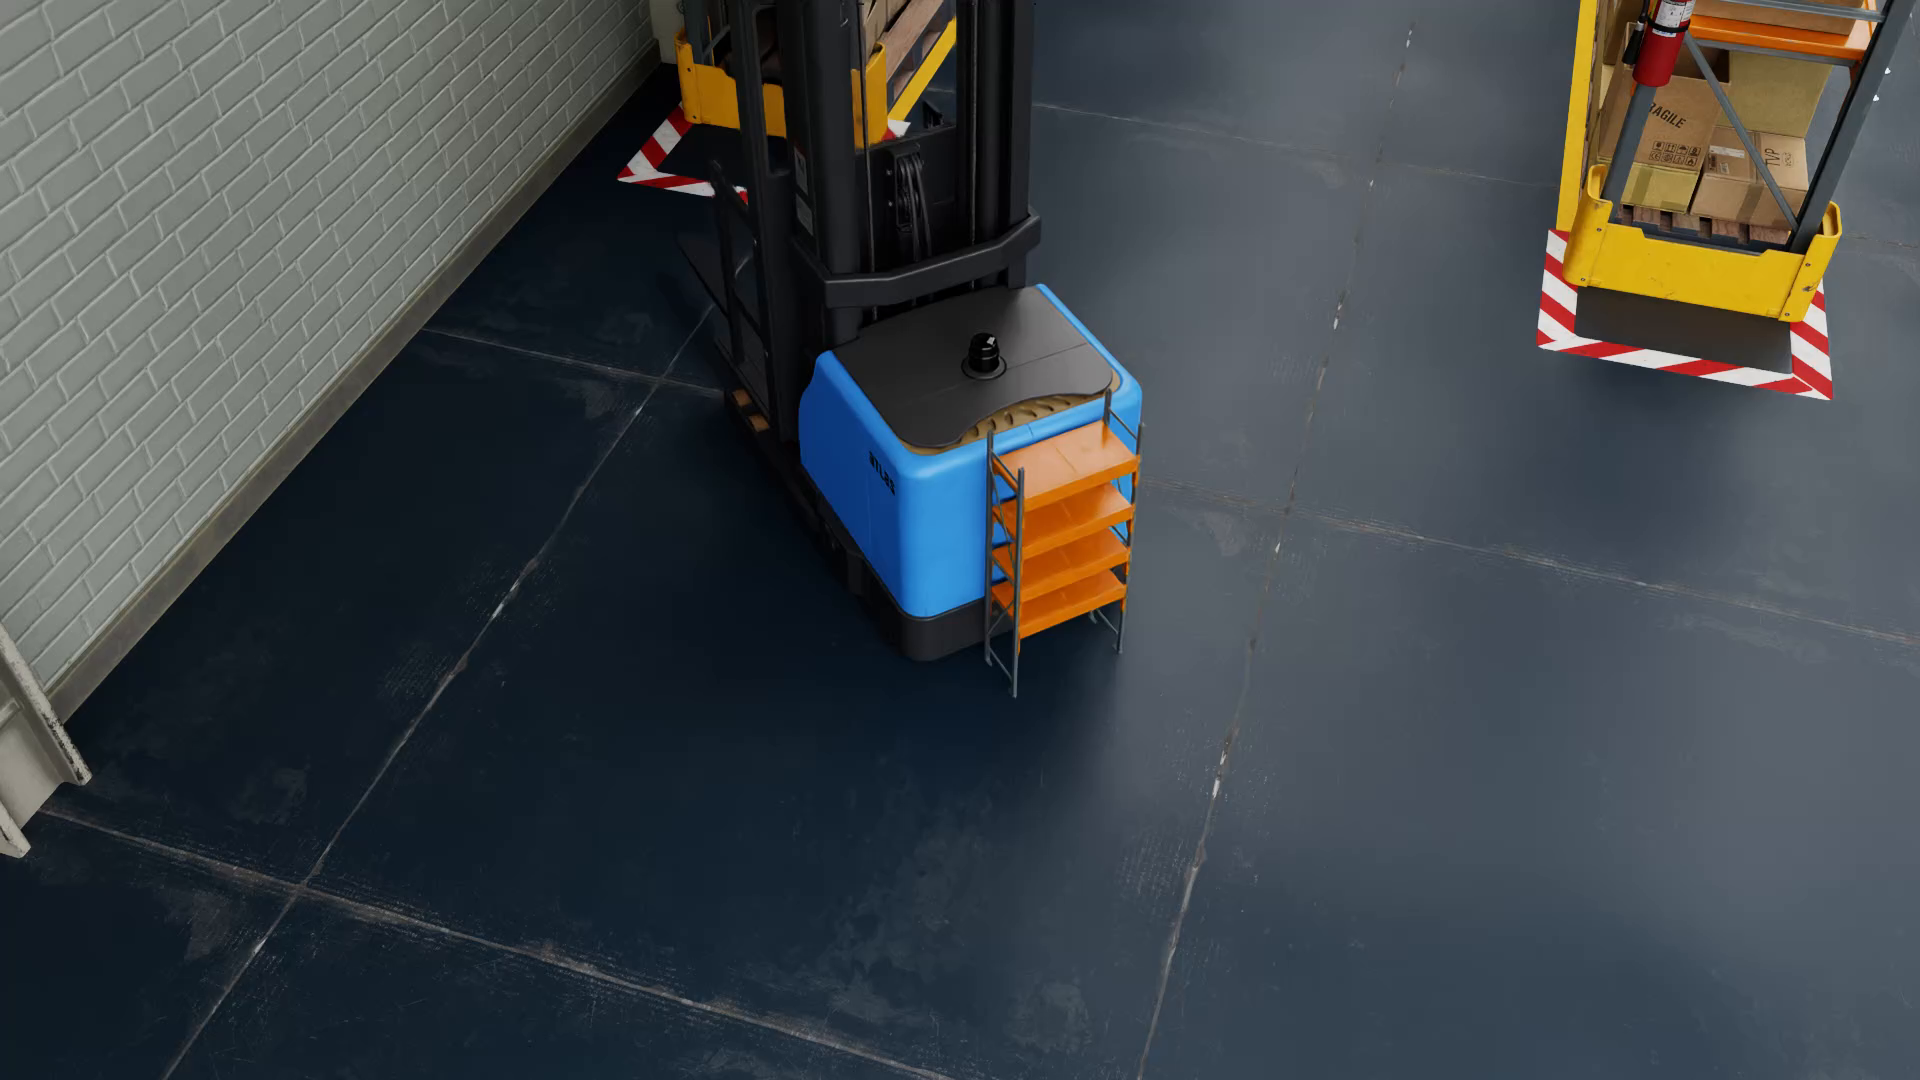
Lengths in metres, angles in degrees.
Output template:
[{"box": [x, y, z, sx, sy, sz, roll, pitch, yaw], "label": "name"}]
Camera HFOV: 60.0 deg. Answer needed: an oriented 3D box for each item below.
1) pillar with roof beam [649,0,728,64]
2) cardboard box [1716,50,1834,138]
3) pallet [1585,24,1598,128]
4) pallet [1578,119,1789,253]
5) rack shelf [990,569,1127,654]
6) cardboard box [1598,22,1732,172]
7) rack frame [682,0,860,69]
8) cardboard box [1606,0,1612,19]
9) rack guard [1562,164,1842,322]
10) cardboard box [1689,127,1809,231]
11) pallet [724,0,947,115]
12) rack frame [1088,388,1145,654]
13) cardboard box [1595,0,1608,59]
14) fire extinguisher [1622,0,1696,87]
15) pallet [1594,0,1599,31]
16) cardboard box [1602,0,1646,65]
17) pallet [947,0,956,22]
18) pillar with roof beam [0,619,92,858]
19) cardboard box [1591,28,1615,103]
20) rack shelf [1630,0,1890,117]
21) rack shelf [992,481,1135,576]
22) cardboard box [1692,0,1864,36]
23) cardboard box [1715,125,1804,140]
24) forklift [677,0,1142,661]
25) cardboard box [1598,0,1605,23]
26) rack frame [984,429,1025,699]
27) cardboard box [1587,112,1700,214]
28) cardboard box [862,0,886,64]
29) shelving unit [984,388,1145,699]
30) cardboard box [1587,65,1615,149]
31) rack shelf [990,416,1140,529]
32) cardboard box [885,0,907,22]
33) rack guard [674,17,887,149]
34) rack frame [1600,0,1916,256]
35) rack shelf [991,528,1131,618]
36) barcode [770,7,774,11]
[{"box": [2.457, -5.324, 6.155, 9.100, 9.000, 0.400, 13, 46, 13], "label": "pillar with roof beam"}, {"box": [4.213, -2.474, 8.662, 0.500, 0.500, 0.500, 13, 46, 13], "label": "cardboard box"}, {"box": [4.252, -2.727, 9.785, 1.003, 0.211, 1.213, 13, 46, 13], "label": "pallet"}, {"box": [3.881, -1.917, 8.957, 1.003, 0.211, 1.213, 13, 46, 13], "label": "pallet"}, {"box": [0.373, 0.226, 6.441, 0.480, 0.148, 0.258, -21, 48, -20], "label": "rack shelf"}, {"box": [3.568, -2.251, 8.434, 0.500, 0.500, 0.500, 13, 46, 13], "label": "cardboard box"}, {"box": [-1.033, -3.441, 8.521, 1.000, 3.000, 0.127, 13, 46, 13], "label": "rack frame"}, {"box": [4.009, -3.253, 9.458, 0.500, 0.500, 0.500, 13, 46, 13], "label": "cardboard box"}, {"box": [3.682, -1.485, 8.309, 1.175, 0.500, 0.348, 13, 46, 13], "label": "rack guard"}, {"box": [4.063, -1.872, 8.583, 0.500, 0.250, 0.500, 13, 46, 13], "label": "cardboard box"}, {"box": [-0.731, -3.029, 10.094, 1.003, 0.211, 1.213, 13, 46, 13], "label": "pallet"}, {"box": [0.588, -0.045, 6.337, 0.015, 1.200, 0.240, -21, 48, -20], "label": "rack frame"}, {"box": [4.013, -2.984, 9.720, 0.500, 0.250, 0.500, 13, 46, 13], "label": "cardboard box"}, {"box": [3.210, -2.387, 7.499, 0.296, 0.674, 0.183, 13, 46, 13], "label": "fire extinguisher"}, {"box": [4.620, -3.543, 10.619, 1.003, 0.211, 1.213, 13, 46, 13], "label": "pallet"}, {"box": [3.857, -2.920, 9.118, 0.500, 0.500, 0.500, 13, 46, 13], "label": "cardboard box"}, {"box": [-0.359, -3.840, 10.922, 1.003, 0.211, 1.213, 13, 46, 13], "label": "pallet"}, {"box": [0.640, -1.324, 2.068, 9.100, 9.000, 0.400, 13, 46, 13], "label": "pillar with roof beam"}, {"box": [3.859, -2.652, 9.380, 0.500, 0.250, 0.500, 13, 46, 13], "label": "cardboard box"}, {"box": [4.295, -3.471, 9.065, 1.077, 0.370, 4.000, 13, 46, 13], "label": "rack shelf"}, {"box": [0.373, -0.076, 6.145, 0.480, 0.148, 0.258, -21, 48, -20], "label": "rack shelf"}, {"box": [3.843, -2.739, 7.732, 0.700, 0.500, 0.500, 13, 46, 13], "label": "cardboard box"}, {"box": [4.211, -2.206, 8.925, 0.500, 0.250, 0.500, 13, 46, 13], "label": "cardboard box"}, {"box": [-0.431, -1.598, 6.686, 1.130, 2.935, 3.031, -20, 48, -19], "label": "forklift"}, {"box": [4.158, -3.319, 10.062, 0.500, 0.250, 0.500, 13, 46, 13], "label": "cardboard box"}, {"box": [0.159, 0.117, 6.172, 0.015, 1.200, 0.240, -21, 48, -20], "label": "rack frame"}, {"box": [3.570, -1.982, 8.696, 0.500, 0.250, 0.500, 13, 46, 13], "label": "cardboard box"}, {"box": [-0.738, -3.080, 9.759, 0.500, 0.311, 0.500, 8, 45, 8], "label": "cardboard box"}, {"box": [0.373, 0.036, 6.255, 0.503, 1.200, 0.258, -21, 48, -20], "label": "shelving unit"}, {"box": [3.710, -2.318, 9.039, 0.500, 0.250, 0.500, 13, 46, 13], "label": "cardboard box"}, {"box": [0.373, -0.245, 5.980, 0.480, 0.148, 0.258, -21, 48, -20], "label": "rack shelf"}, {"box": [-0.565, -3.460, 10.148, 0.500, 0.311, 0.500, 16, 47, 16], "label": "cardboard box"}, {"box": [-1.010, -2.599, 9.447, 1.175, 0.500, 0.348, 13, 46, 13], "label": "rack guard"}, {"box": [3.689, -2.395, 7.451, 1.000, 3.000, 0.127, 13, 46, 13], "label": "rack frame"}, {"box": [0.373, 0.084, 6.302, 0.480, 0.148, 0.258, -21, 48, -20], "label": "rack shelf"}, {"box": [-1.114, -3.180, 9.855, 0.001, 0.075, 0.075, 13, 46, 13], "label": "barcode"}]
